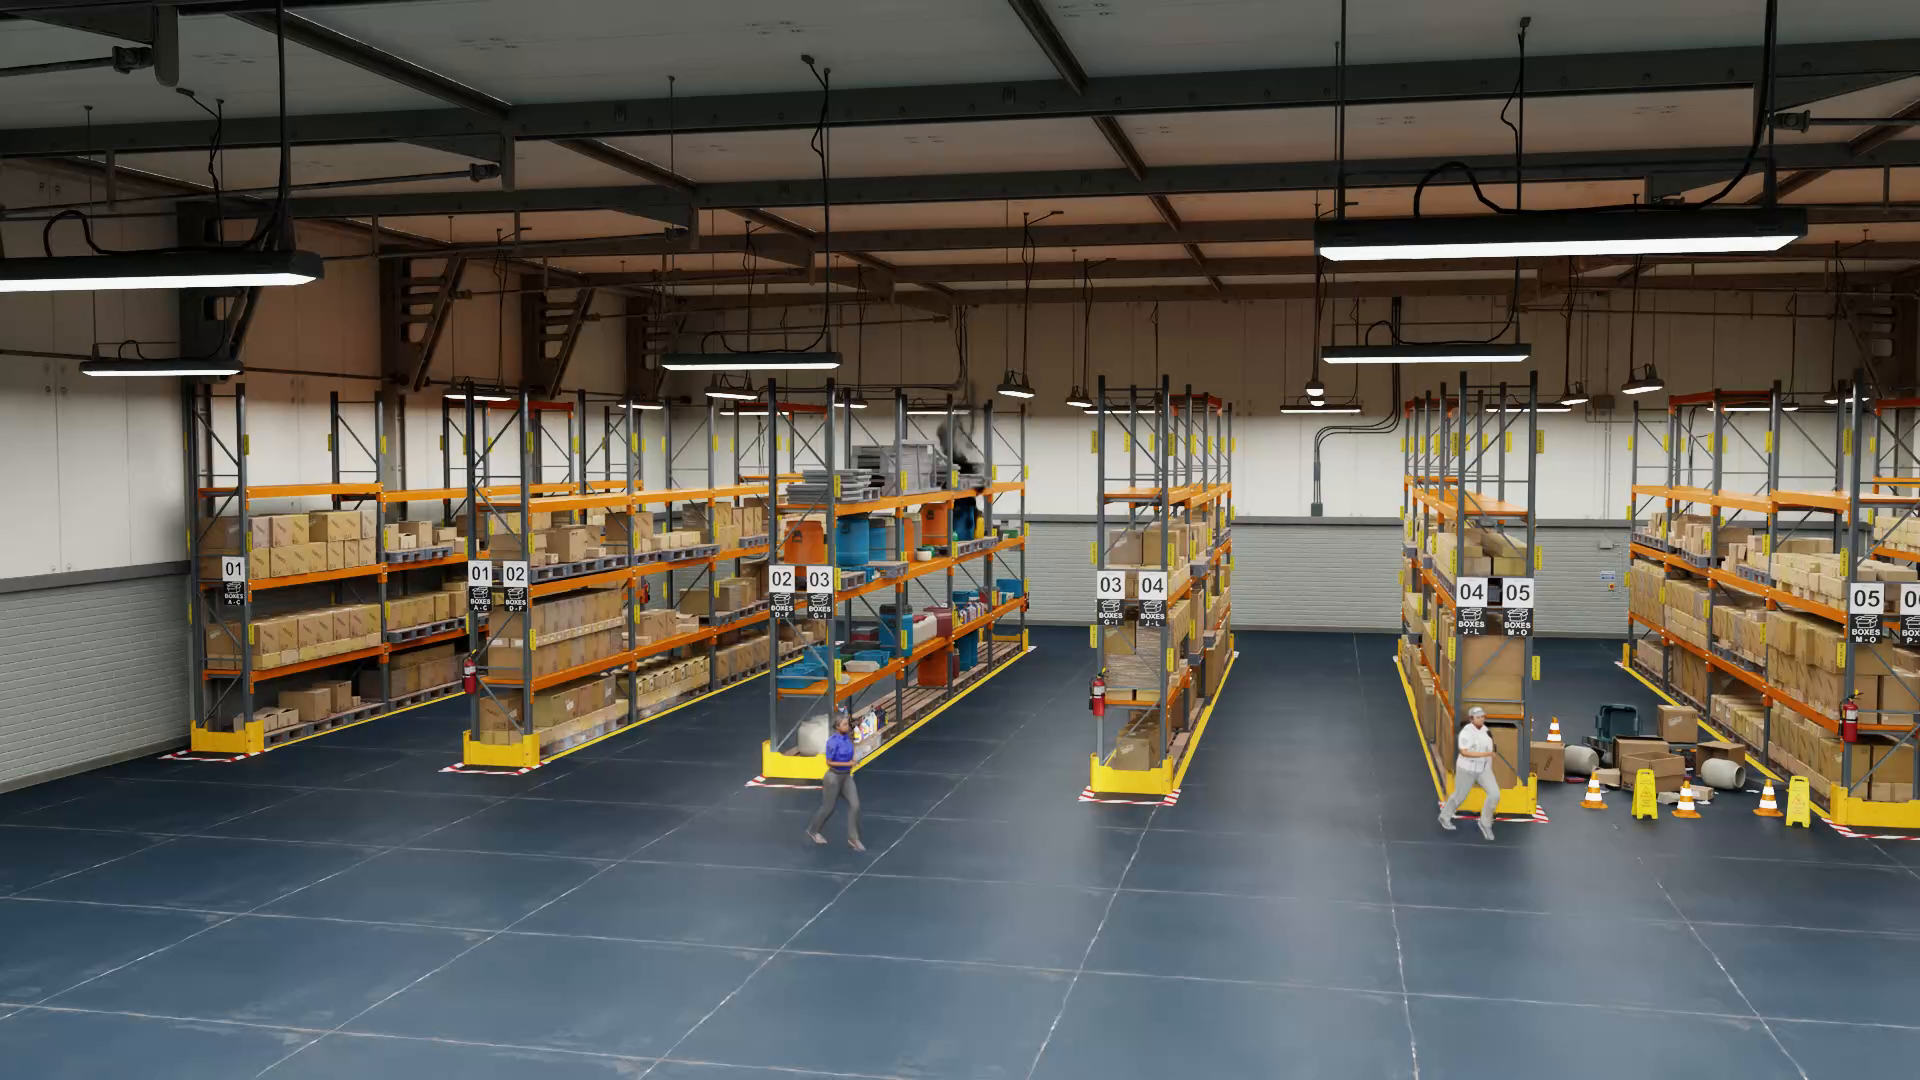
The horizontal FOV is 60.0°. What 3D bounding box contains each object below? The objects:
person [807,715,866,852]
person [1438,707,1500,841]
[{"bbox_3d":[-1.524,3.006,20.596,0.843,1.708,0.535,2,4,36],"label":"person"},{"bbox_3d":[6.561,2.966,21.236,0.611,1.708,0.842,-2,4,-26],"label":"person"}]
